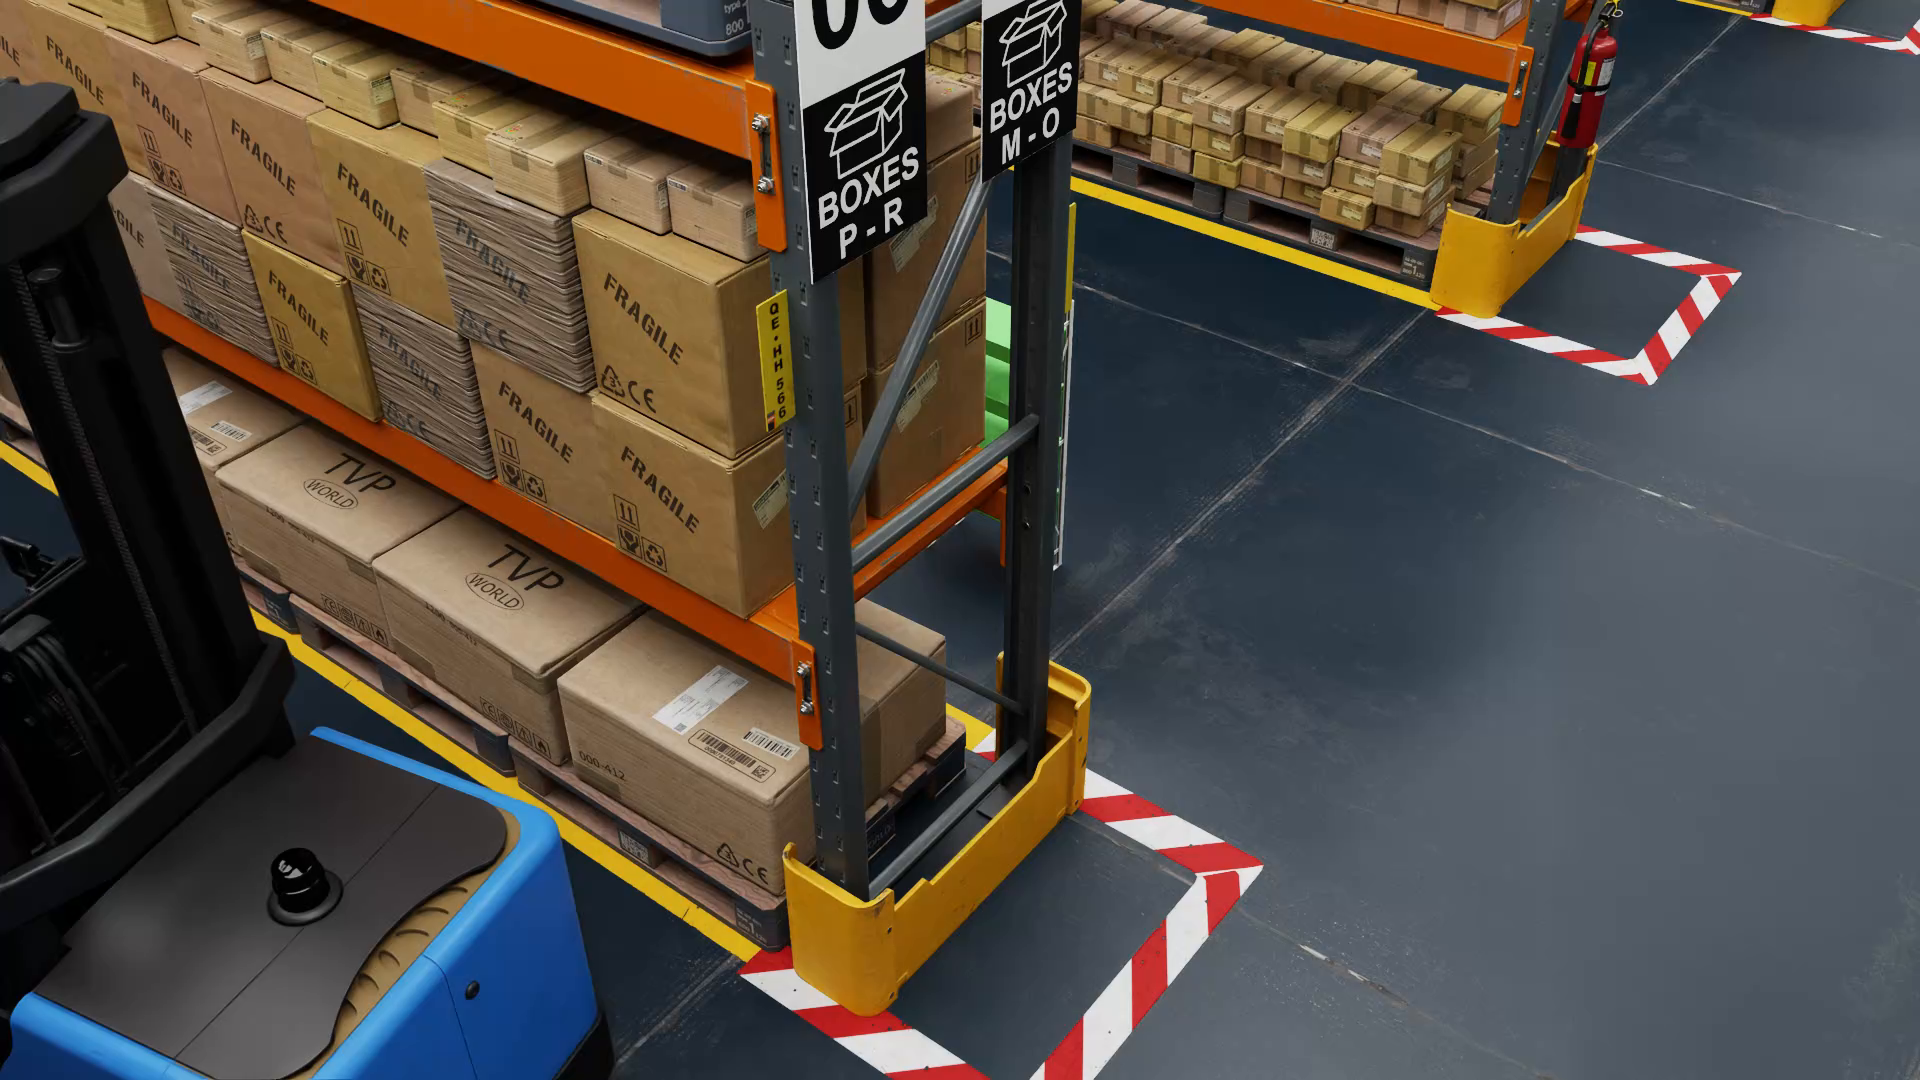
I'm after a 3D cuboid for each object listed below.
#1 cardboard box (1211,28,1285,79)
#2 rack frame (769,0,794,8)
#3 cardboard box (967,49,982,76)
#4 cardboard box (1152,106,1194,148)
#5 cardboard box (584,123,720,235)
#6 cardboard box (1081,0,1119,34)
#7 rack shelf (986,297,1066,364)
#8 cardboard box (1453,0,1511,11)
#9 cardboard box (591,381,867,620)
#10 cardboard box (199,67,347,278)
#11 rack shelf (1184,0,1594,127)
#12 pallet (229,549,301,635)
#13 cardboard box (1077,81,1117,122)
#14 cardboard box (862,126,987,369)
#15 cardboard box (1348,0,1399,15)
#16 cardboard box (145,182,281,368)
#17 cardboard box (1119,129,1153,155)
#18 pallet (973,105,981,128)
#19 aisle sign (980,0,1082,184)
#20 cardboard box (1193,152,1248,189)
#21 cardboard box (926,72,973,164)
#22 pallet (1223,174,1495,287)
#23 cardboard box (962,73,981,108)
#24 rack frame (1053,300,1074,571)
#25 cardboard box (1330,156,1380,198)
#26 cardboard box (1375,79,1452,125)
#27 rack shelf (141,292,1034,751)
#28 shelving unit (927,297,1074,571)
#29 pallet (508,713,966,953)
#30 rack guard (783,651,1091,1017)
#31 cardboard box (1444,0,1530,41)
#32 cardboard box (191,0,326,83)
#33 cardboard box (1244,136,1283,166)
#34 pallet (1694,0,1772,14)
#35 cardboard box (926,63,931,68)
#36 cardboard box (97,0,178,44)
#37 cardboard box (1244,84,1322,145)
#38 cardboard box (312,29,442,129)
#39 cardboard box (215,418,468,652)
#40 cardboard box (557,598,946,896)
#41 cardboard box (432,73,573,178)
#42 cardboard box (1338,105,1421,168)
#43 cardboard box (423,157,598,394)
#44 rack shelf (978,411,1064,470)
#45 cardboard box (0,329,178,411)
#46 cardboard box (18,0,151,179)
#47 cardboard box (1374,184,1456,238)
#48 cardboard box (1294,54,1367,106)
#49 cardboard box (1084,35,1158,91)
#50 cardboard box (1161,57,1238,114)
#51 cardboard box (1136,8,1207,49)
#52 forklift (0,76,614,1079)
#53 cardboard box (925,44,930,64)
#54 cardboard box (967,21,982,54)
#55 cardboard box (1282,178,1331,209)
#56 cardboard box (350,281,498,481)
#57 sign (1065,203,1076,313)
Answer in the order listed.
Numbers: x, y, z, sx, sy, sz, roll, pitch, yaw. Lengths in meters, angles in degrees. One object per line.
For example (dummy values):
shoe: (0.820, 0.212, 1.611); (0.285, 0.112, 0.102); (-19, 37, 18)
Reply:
cardboard box: (1.596, -2.691, 9.243); (0.250, 0.149, 0.380); (26, 45, 29)
rack frame: (-0.064, -2.469, 2.604); (0.127, 3.000, 1.000); (25, 45, 29)
cardboard box: (0.250, -2.809, 9.636); (0.250, 0.149, 0.380); (25, 44, 28)
cardboard box: (1.245, -2.273, 8.950); (0.250, 0.149, 0.380); (28, 46, 31)
cardboard box: (-0.687, -0.915, 4.067); (0.250, 0.149, 0.380); (26, 45, 29)
cardboard box: (0.714, -3.036, 9.684); (0.250, 0.149, 0.380); (27, 45, 30)
rack shelf: (0.131, -0.738, 6.044); (0.480, 0.148, 0.258); (25, 45, 29)
cardboard box: (2.350, -2.767, 7.529); (0.500, 0.500, 0.500); (26, 45, 29)
cardboard box: (-0.608, -0.197, 4.487); (0.500, 0.500, 0.500); (26, 45, 29)
cardboard box: (-1.814, -1.161, 4.908); (0.500, 0.500, 0.500); (25, 44, 28)
rack shelf: (1.275, -3.034, 8.776); (4.000, 0.370, 1.077); (25, 45, 29)
pallet: (-2.685, -0.184, 6.813); (1.213, 0.211, 1.003); (25, 45, 29)
cardboard box: (0.829, -2.467, 9.198); (0.250, 0.149, 0.380); (25, 44, 28)
cardboard box: (-0.272, -0.859, 4.522); (0.500, 0.500, 0.500); (24, 44, 28)
cardboard box: (2.049, -2.651, 7.907); (0.250, 0.149, 0.380); (25, 44, 28)
cardboard box: (-2.239, -0.960, 5.462); (0.500, 0.500, 0.500); (26, 45, 29)
cardboard box: (1.090, -2.289, 9.212); (0.250, 0.149, 0.380); (27, 45, 30)
pallet: (0.241, -2.734, 10.071); (1.213, 0.211, 1.003); (25, 45, 29)
aisle sign: (0.169, -1.245, 3.799); (0.004, 0.787, 0.394); (25, 45, 29)
cardboard box: (1.450, -2.045, 8.901); (0.250, 0.149, 0.380); (23, 44, 27)
cardboard box: (-0.178, -1.064, 4.257); (0.250, 0.149, 0.380); (26, 45, 29)
pallet: (2.179, -1.820, 8.904); (1.213, 0.211, 1.003); (25, 45, 29)
cardboard box: (0.220, -2.648, 9.671); (0.250, 0.149, 0.380); (25, 44, 28)
rack frame: (0.325, -0.319, 6.184); (0.015, 1.200, 0.240); (25, 45, 29)
cardboard box: (2.096, -1.910, 8.488); (0.250, 0.149, 0.380); (24, 44, 28)
cardboard box: (2.361, -2.252, 8.683); (0.250, 0.149, 0.380); (26, 45, 29)
rack shelf: (-1.653, -0.572, 5.631); (4.000, 0.370, 1.077); (25, 45, 29)
shelving unit: (0.131, -0.410, 6.301); (0.503, 1.200, 0.258); (25, 45, 29)
pallet: (-0.747, 0.730, 5.646); (1.213, 0.211, 1.003); (25, 45, 29)
rack guard: (-0.045, 0.887, 5.212); (0.348, 0.500, 1.175); (25, 45, 29)
cardboard box: (2.432, -2.453, 7.654); (0.250, 0.149, 0.380); (25, 45, 29)
cardboard box: (-1.950, -1.468, 4.774); (0.250, 0.149, 0.380); (25, 45, 29)
cardboard box: (1.706, -2.131, 8.769); (0.250, 0.149, 0.380); (25, 44, 28)
pallet: (5.274, -4.122, 11.844); (1.213, 0.211, 1.003); (25, 45, 29)
cardboard box: (-0.220, -2.816, 9.885); (0.250, 0.149, 0.380); (23, 44, 27)
cardboard box: (-2.352, -1.648, 5.003); (0.250, 0.149, 0.380); (24, 44, 27)
cardboard box: (1.674, -2.205, 8.622); (0.250, 0.149, 0.380); (23, 44, 27)
cardboard box: (-1.518, -1.283, 4.536); (0.250, 0.149, 0.380); (26, 45, 30)
cardboard box: (-2.096, -0.139, 6.231); (0.875, 0.438, 0.875); (24, 44, 27)
cardboard box: (-0.649, 0.539, 5.367); (0.875, 0.438, 0.875); (24, 44, 27)
cardboard box: (-1.118, -1.085, 4.284); (0.250, 0.149, 0.380); (26, 45, 30)
cardboard box: (2.124, -2.042, 8.414); (0.250, 0.149, 0.380); (26, 45, 29)
cardboard box: (-1.024, -0.785, 4.427); (0.500, 0.500, 0.500); (25, 45, 29)
rack shelf: (0.131, -0.360, 6.340); (0.480, 0.148, 0.258); (25, 45, 29)
cardboard box: (-3.782, -1.127, 7.138); (0.875, 0.875, 0.875); (27, 45, 30)
cardboard box: (-2.613, -1.549, 5.403); (0.500, 0.500, 0.500); (25, 44, 28)
cardboard box: (2.318, -1.706, 8.468); (0.250, 0.149, 0.380); (26, 45, 29)
cardboard box: (1.992, -2.462, 8.950); (0.250, 0.149, 0.380); (23, 44, 27)
cardboard box: (0.887, -2.627, 9.161); (0.250, 0.149, 0.380); (23, 44, 27)
cardboard box: (1.285, -2.431, 8.911); (0.250, 0.149, 0.380); (24, 44, 27)
cardboard box: (1.207, -2.885, 9.491); (0.250, 0.149, 0.380); (24, 44, 27)
forklift: (-2.544, 0.265, 4.034); (3.031, 2.935, 1.130); (16, 41, 19)
cardboard box: (-0.221, -2.934, 9.795); (0.250, 0.149, 0.380); (27, 46, 30)
cardboard box: (0.247, -2.910, 9.523); (0.250, 0.149, 0.380); (25, 44, 28)
cardboard box: (1.895, -1.894, 8.708); (0.250, 0.149, 0.380); (25, 44, 28)
cardboard box: (-1.412, -0.580, 4.977); (0.500, 0.500, 0.500); (27, 45, 30)
sign: (0.278, -0.748, 4.506); (0.005, 0.325, 0.100); (25, 45, 29)
